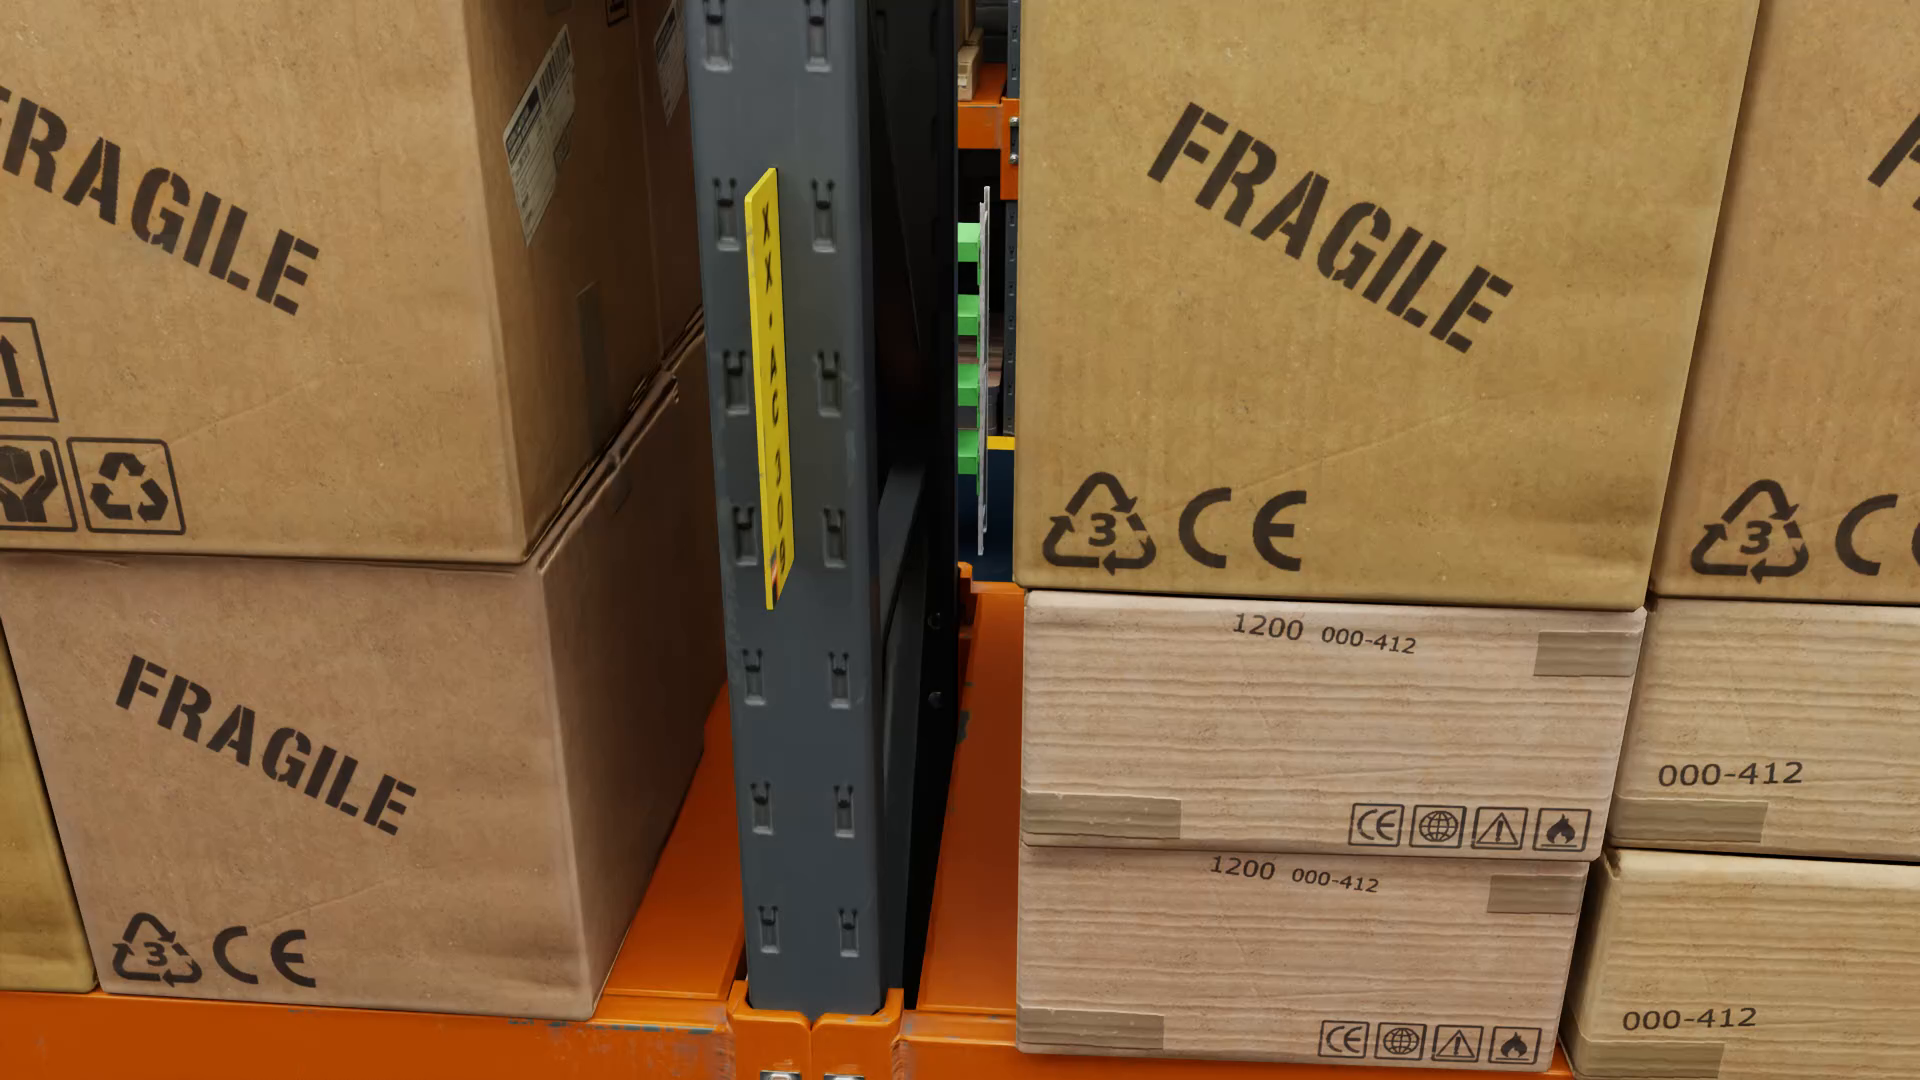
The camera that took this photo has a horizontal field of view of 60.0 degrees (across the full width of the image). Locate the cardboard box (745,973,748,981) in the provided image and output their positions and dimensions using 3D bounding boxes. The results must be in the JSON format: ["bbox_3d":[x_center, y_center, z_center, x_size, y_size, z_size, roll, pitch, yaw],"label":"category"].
[{"bbox_3d":[-0.721,0.994,2.563,0.875,0.438,0.875,1,25,3],"label":"cardboard box"}]

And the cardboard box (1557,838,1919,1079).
[{"bbox_3d":[0.831,0.294,1.702,0.500,0.250,0.500,1,25,3],"label":"cardboard box"}]

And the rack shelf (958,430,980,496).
[{"bbox_3d":[-0.165,-0.274,5.638,0.480,0.148,0.258,2,25,4],"label":"rack shelf"}]

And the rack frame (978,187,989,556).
[{"bbox_3d":[0.078,-0.543,5.494,0.015,1.200,0.240,2,25,4],"label":"rack frame"}]

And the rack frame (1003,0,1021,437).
[{"bbox_3d":[0.273,-1.983,6.471,0.127,3.000,1.000,2,25,4],"label":"rack frame"}]

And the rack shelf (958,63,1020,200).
[{"bbox_3d":[-1.721,-1.720,6.760,4.000,0.370,1.077,2,25,4],"label":"rack shelf"}]

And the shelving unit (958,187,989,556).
[{"bbox_3d":[-0.165,-0.550,5.511,0.503,1.200,0.258,2,25,4],"label":"shelving unit"}]

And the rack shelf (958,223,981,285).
[{"bbox_3d":[-0.165,-0.928,5.337,0.480,0.148,0.258,2,25,4],"label":"rack shelf"}]

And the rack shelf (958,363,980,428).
[{"bbox_3d":[-0.165,-0.492,5.537,0.480,0.148,0.258,2,25,4],"label":"rack shelf"}]

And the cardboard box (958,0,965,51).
[{"bbox_3d":[-0.254,-1.965,6.255,0.500,0.250,0.500,2,25,5],"label":"cardboard box"}]

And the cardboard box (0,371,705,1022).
[{"bbox_3d":[-0.585,0.132,1.755,0.500,0.500,0.500,2,25,4],"label":"cardboard box"}]

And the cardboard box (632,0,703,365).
[{"bbox_3d":[-0.560,-0.530,1.997,0.500,0.500,0.500,2,25,4],"label":"cardboard box"}]

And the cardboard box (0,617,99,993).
[{"bbox_3d":[-1.099,0.118,1.785,0.500,0.500,0.500,1,25,3],"label":"cardboard box"}]

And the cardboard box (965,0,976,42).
[{"bbox_3d":[-0.200,-2.178,6.719,0.500,0.250,0.500,2,25,3],"label":"cardboard box"}]

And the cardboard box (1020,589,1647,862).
[{"bbox_3d":[0.314,0.059,1.616,0.500,0.250,0.500,1,25,2],"label":"cardboard box"}]

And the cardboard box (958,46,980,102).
[{"bbox_3d":[-0.064,-1.774,6.317,0.250,0.149,0.380,2,25,5],"label":"cardboard box"}]

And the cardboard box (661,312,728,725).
[{"bbox_3d":[-0.551,-0.084,2.224,0.500,0.500,0.500,3,25,6],"label":"cardboard box"}]

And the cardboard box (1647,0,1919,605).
[{"bbox_3d":[0.823,-0.275,1.444,0.500,0.500,0.500,2,25,4],"label":"cardboard box"}]

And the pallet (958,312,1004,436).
[{"bbox_3d":[-0.412,-0.738,7.103,1.213,0.211,1.003,2,25,4],"label":"pallet"}]

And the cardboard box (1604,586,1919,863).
[{"bbox_3d":[0.836,0.064,1.605,0.500,0.250,0.500,2,25,5],"label":"cardboard box"}]

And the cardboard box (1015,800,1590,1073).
[{"bbox_3d":[0.315,0.278,1.736,0.500,0.250,0.500,1,25,3],"label":"cardboard box"}]

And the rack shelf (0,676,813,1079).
[{"bbox_3d":[-2.098,0.349,2.264,4.000,0.370,1.077,2,25,4],"label":"rack shelf"}]

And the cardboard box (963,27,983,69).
[{"bbox_3d":[-0.042,-1.994,6.795,0.250,0.149,0.380,2,25,4],"label":"cardboard box"}]

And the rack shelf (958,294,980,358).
[{"bbox_3d":[-0.165,-0.710,5.437,0.480,0.148,0.258,2,25,4],"label":"rack shelf"}]

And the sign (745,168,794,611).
[{"bbox_3d":[-0.144,-0.112,1.274,0.005,0.325,0.100,2,25,4],"label":"sign"}]

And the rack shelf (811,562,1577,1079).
[{"bbox_3d":[1.891,0.477,1.986,4.000,0.370,1.077,2,25,4],"label":"rack shelf"}]

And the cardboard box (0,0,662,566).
[{"bbox_3d":[-0.595,-0.314,1.528,0.500,0.500,0.500,2,25,4],"label":"cardboard box"}]

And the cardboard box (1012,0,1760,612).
[{"bbox_3d":[0.313,-0.280,1.454,0.500,0.500,0.500,2,25,5],"label":"cardboard box"}]
